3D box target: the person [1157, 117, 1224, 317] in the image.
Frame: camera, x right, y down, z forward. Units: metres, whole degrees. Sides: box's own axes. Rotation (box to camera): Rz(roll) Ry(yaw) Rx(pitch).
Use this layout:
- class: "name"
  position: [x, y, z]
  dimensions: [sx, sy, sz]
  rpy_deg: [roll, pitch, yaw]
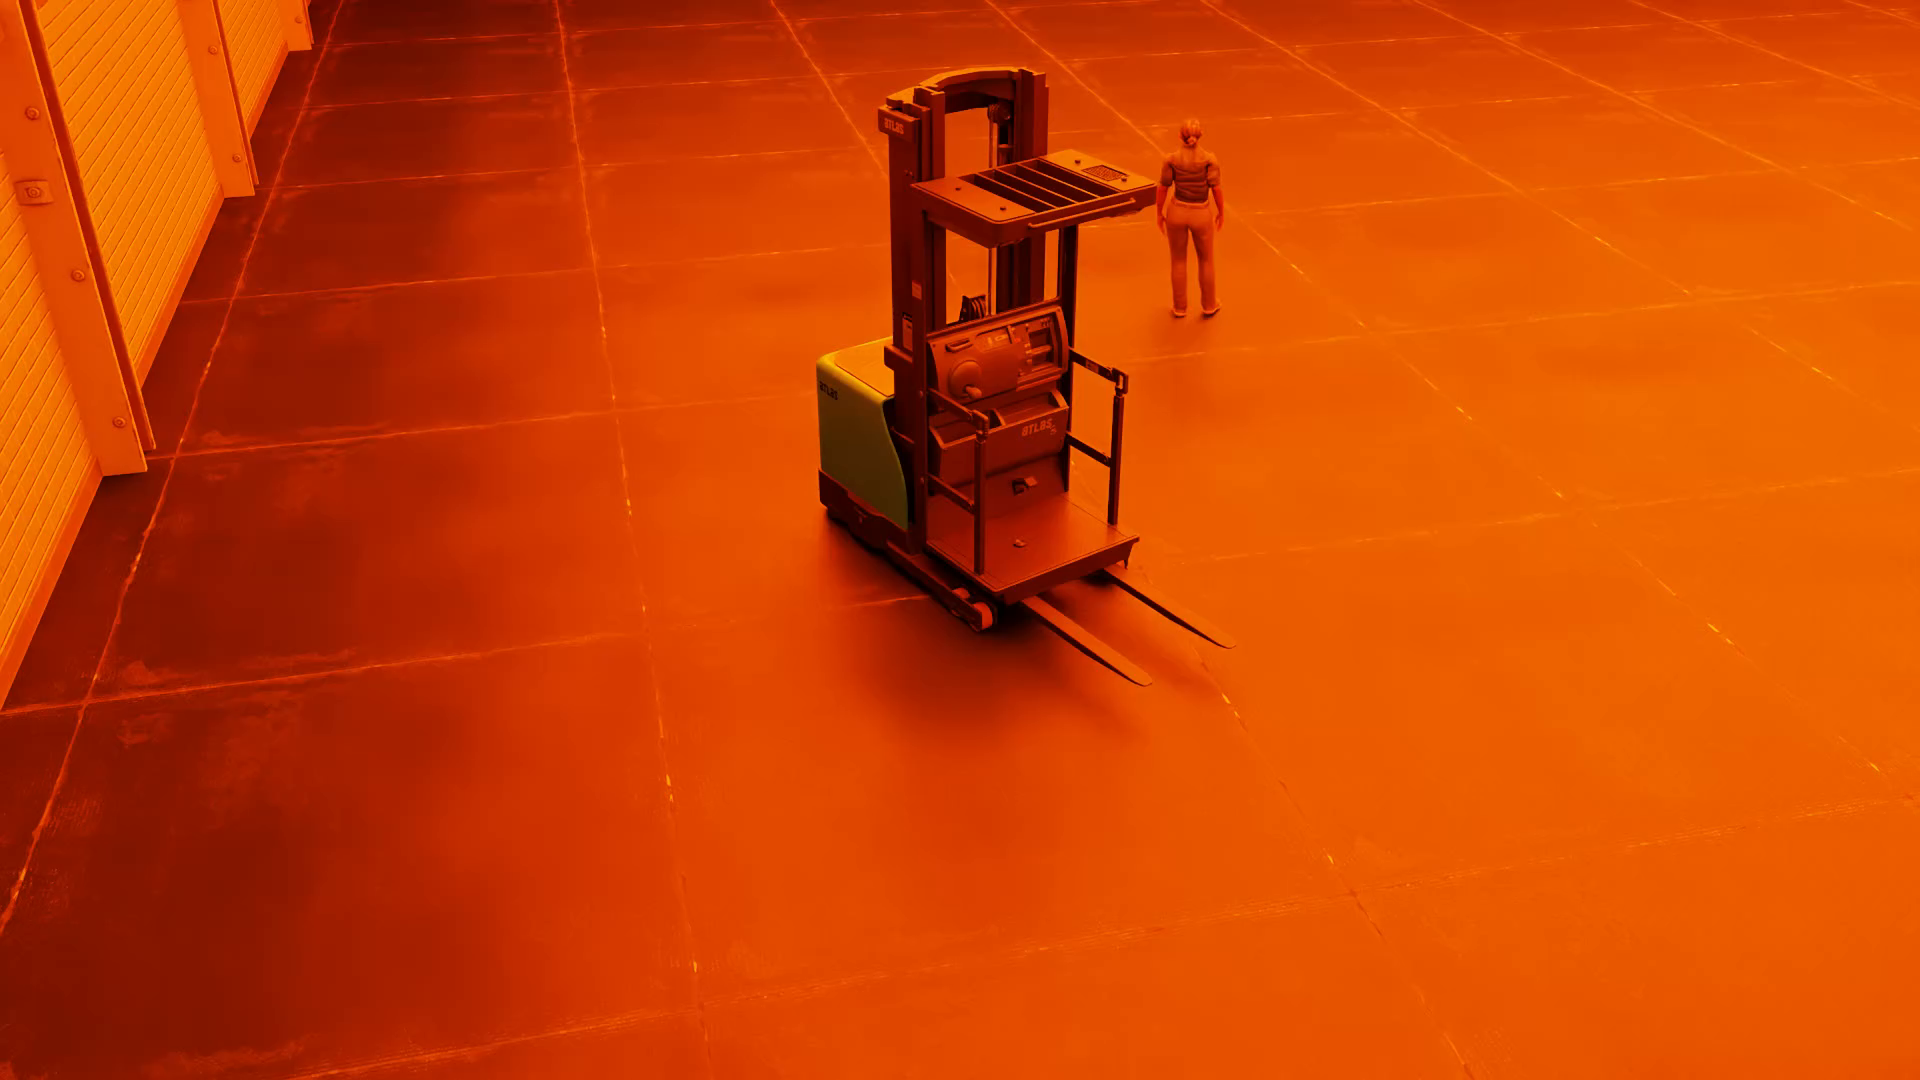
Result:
- class: "person"
  position: [1.860, -2.596, 13.333]
  dimensions: [0.565, 1.645, 0.501]
  rpy_deg: [7, 31, 11]

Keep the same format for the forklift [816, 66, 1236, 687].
- class: "forklift"
  position: [0.355, -1.021, 9.338]
  dimensions: [1.130, 2.935, 3.031]
  rpy_deg: [-20, 35, -30]
